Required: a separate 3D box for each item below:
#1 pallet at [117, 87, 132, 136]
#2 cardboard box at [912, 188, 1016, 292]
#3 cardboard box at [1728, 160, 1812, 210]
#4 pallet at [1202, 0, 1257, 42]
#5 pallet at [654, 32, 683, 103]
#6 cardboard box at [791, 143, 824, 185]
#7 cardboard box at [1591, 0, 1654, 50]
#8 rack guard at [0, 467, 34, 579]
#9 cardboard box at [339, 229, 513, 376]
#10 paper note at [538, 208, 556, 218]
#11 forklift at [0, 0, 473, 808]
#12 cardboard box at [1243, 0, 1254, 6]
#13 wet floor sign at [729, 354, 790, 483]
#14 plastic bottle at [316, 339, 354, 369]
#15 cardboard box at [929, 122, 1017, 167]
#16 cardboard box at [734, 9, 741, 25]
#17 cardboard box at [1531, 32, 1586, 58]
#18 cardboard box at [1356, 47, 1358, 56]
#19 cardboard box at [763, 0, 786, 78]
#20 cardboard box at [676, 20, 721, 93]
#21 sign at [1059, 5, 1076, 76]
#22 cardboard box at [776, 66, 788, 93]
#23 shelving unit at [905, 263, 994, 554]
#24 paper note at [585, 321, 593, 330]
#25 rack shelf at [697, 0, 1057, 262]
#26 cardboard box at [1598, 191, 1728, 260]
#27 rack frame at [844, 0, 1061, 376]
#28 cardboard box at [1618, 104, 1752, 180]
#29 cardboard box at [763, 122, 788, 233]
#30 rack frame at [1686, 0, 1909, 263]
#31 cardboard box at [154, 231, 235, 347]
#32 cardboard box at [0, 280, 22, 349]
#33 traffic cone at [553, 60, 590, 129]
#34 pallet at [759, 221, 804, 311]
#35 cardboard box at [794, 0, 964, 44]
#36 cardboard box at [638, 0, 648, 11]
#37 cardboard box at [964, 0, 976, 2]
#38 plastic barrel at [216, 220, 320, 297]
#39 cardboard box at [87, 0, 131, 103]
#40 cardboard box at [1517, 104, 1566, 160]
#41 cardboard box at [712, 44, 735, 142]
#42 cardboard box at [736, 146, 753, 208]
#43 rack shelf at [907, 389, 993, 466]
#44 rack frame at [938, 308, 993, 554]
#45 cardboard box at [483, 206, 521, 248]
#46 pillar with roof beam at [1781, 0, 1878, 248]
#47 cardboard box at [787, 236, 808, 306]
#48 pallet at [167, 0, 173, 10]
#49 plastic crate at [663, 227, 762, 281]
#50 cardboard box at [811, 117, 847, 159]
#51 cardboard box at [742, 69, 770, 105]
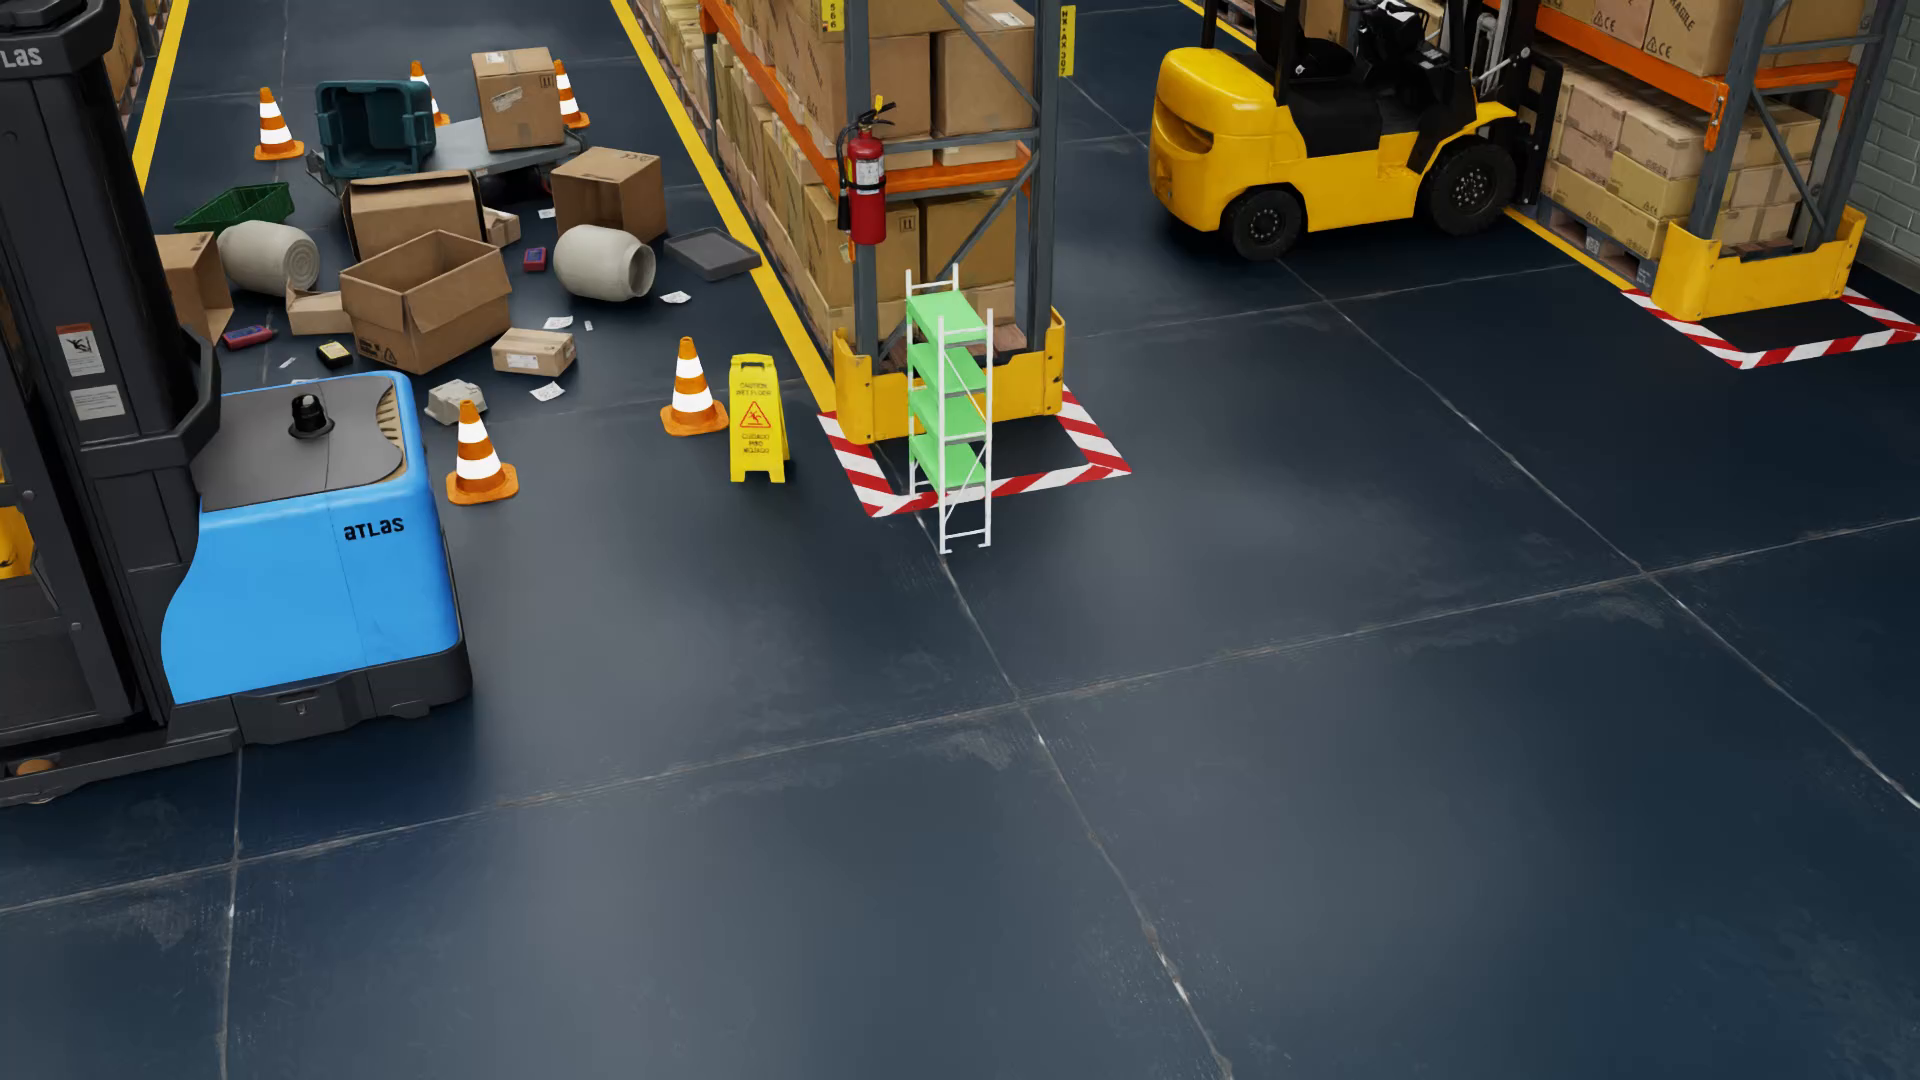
[{"bbox_3d":[-6.616,-2.963,12.043,1.003,0.211,1.213,-10,35,-15],"label":"pallet"},{"bbox_3d":[-0.020,-1.701,9.036,0.500,0.500,0.500,-11,35,-16],"label":"cardboard box"},{"bbox_3d":[4.751,-2.233,10.068,0.500,0.250,0.500,-9,35,-14],"label":"cardboard box"},{"bbox_3d":[2.839,-4.673,14.630,1.003,0.211,1.213,-10,35,-15],"label":"pallet"},{"bbox_3d":[-1.864,-3.865,13.407,1.003,0.211,1.213,-10,35,-15],"label":"pallet"},{"bbox_3d":[-0.698,-2.047,8.972,0.380,0.149,0.250,-9,35,-13],"label":"cardboard box"},{"bbox_3d":[4.147,-3.244,9.848,0.500,0.500,0.500,-9,34,-13],"label":"cardboard box"},{"bbox_3d":[-4.706,0.063,7.201,1.175,0.500,0.348,-10,35,-15],"label":"rack guard"},{"bbox_3d":[-2.976,-1.333,9.310,0.637,0.503,0.797,19,38,26],"label":"cardboard box"},{"bbox_3d":[-2.713,-2.174,11.012,0.148,0.019,0.142,-10,35,-15],"label":"paper note"},{"bbox_3d":[-3.545,-0.525,5.886,3.031,2.935,1.130,-11,35,-16],"label":"forklift"},{"bbox_3d":[2.846,-5.074,14.481,0.875,0.625,0.625,-11,35,-17],"label":"cardboard box"},{"bbox_3d":[-0.991,-0.616,8.097,0.267,0.644,0.232,1,33,2],"label":"wet floor sign"},{"bbox_3d":[-3.500,-1.042,9.272,0.133,0.061,0.283,-23,40,-31],"label":"plastic bottle"},{"bbox_3d":[0.064,-1.986,8.263,0.380,0.149,0.250,-10,35,-15],"label":"cardboard box"},{"bbox_3d":[-1.180,-3.260,10.190,0.380,0.149,0.250,-9,35,-13],"label":"cardboard box"},{"bbox_3d":[3.787,-3.147,10.997,0.500,0.250,0.500,-11,35,-16],"label":"cardboard box"},{"bbox_3d":[3.309,-3.533,12.489,0.500,0.250,0.500,-10,35,-14],"label":"cardboard box"},{"bbox_3d":[-0.755,-2.809,8.920,0.500,0.500,0.500,-10,35,-15],"label":"cardboard box"},{"bbox_3d":[-1.635,-3.708,12.644,0.950,0.372,0.625,-8,34,-12],"label":"cardboard box"},{"bbox_3d":[0.487,-2.330,7.770,0.100,0.325,0.005,-10,35,-15],"label":"sign"},{"bbox_3d":[-0.804,-2.593,9.181,0.380,0.149,0.250,-10,35,-15],"label":"cardboard box"},{"bbox_3d":[-0.050,-0.587,7.551,0.258,1.200,0.503,-10,35,-15],"label":"shelving unit"},{"bbox_3d":[-2.148,-1.240,9.618,0.032,0.001,0.123,-10,35,-15],"label":"paper note"},{"bbox_3d":[-0.640,-2.628,9.658,1.077,0.370,4.000,-10,35,-15],"label":"rack shelf"},{"bbox_3d":[4.252,-1.936,10.072,0.500,0.250,0.500,-10,35,-14],"label":"cardboard box"},{"bbox_3d":[-0.030,-1.878,7.871,1.000,3.000,0.127,-10,35,-15],"label":"rack frame"},{"bbox_3d":[4.259,-2.349,9.790,0.500,0.250,0.500,-9,34,-13],"label":"cardboard box"},{"bbox_3d":[-0.832,-2.135,9.693,0.500,0.500,0.500,-11,35,-16],"label":"cardboard box"},{"bbox_3d":[4.696,-2.714,9.137,1.000,3.000,0.127,-10,35,-15],"label":"rack frame"},{"bbox_3d":[-4.482,-1.408,9.425,0.500,0.500,0.500,-4,34,-6],"label":"cardboard box"},{"bbox_3d":[-5.253,-1.087,8.221,0.875,0.875,0.875,-11,35,-15],"label":"cardboard box"},{"bbox_3d":[-2.961,-3.335,12.377,0.336,0.463,0.334,-10,35,-15],"label":"traffic cone"},{"bbox_3d":[-0.635,-1.826,10.322,1.003,0.211,1.213,-10,35,-15],"label":"pallet"},{"bbox_3d":[-0.393,-2.692,7.836,0.700,0.500,0.500,-11,35,-16],"label":"cardboard box"},{"bbox_3d":[-2.307,-4.858,14.384,0.950,0.372,0.625,-12,35,-18],"label":"cardboard box"},{"bbox_3d":[-0.071,-2.610,8.619,0.500,0.500,0.500,-9,35,-13],"label":"cardboard box"},{"bbox_3d":[-4.126,-1.680,9.908,0.512,0.421,0.421,13,36,18],"label":"plastic barrel"},{"bbox_3d":[-6.783,-3.636,12.191,1.050,0.750,0.750,-9,35,-14],"label":"cardboard box"},{"bbox_3d":[3.930,-2.687,10.755,0.500,0.250,0.500,-11,35,-16],"label":"cardboard box"},{"bbox_3d":[-1.327,-2.964,10.947,0.500,0.500,0.500,-8,34,-12],"label":"cardboard box"},{"bbox_3d":[-1.153,-2.372,10.732,0.500,0.250,0.500,-8,34,-12],"label":"cardboard box"},{"bbox_3d":[-0.050,-0.534,7.586,0.258,0.148,0.480,-10,35,-15],"label":"rack shelf"},{"bbox_3d":[0.024,-0.459,7.357,0.240,1.200,0.015,-10,35,-15],"label":"rack frame"},{"bbox_3d":[-3.045,-2.048,10.609,0.396,0.266,0.258,19,38,26],"label":"cardboard box"},{"bbox_3d":[1.243,-5.010,7.170,9.100,9.000,0.400,-10,35,-15],"label":"pillar with roof beam"},{"bbox_3d":[-0.683,-1.558,9.500,0.500,0.250,0.500,-10,35,-15],"label":"cardboard box"},{"bbox_3d":[-7.759,-5.079,15.245,1.003,0.211,1.213,-10,35,-15],"label":"pallet"},{"bbox_3d":[-1.552,-1.797,10.398,0.402,0.080,0.583,-23,40,-31],"label":"plastic crate"},{"bbox_3d":[-0.530,-2.048,8.356,0.380,0.149,0.250,-10,35,-15],"label":"cardboard box"},{"bbox_3d":[-1.102,-2.748,10.032,0.380,0.149,0.250,-8,34,-12],"label":"cardboard box"}]
